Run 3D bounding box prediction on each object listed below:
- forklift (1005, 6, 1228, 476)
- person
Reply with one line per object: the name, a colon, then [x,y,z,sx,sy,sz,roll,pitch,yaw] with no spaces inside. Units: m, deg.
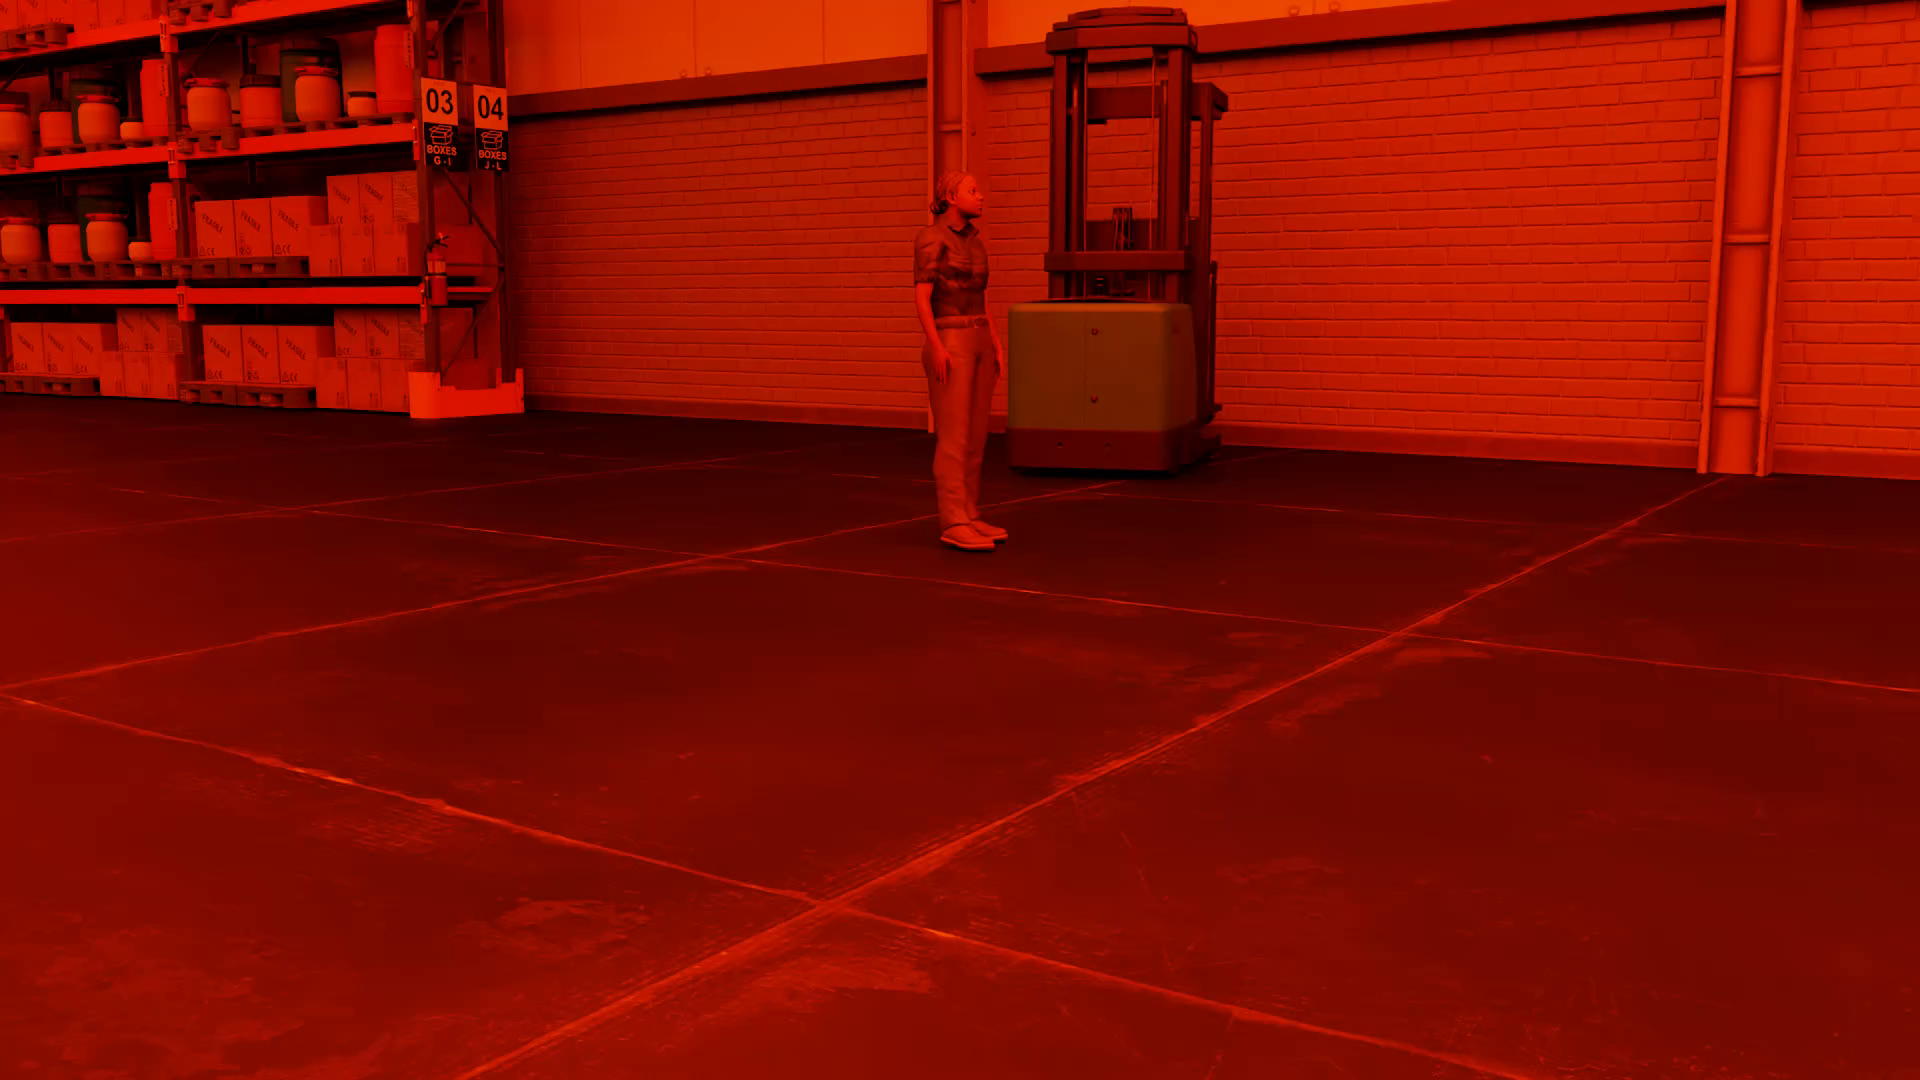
forklift: [1.208,-2.018,11.383,1.130,2.935,3.031,3,8,17]
person: [0.062,-0.817,7.422,0.503,1.656,0.570,5,10,34]
